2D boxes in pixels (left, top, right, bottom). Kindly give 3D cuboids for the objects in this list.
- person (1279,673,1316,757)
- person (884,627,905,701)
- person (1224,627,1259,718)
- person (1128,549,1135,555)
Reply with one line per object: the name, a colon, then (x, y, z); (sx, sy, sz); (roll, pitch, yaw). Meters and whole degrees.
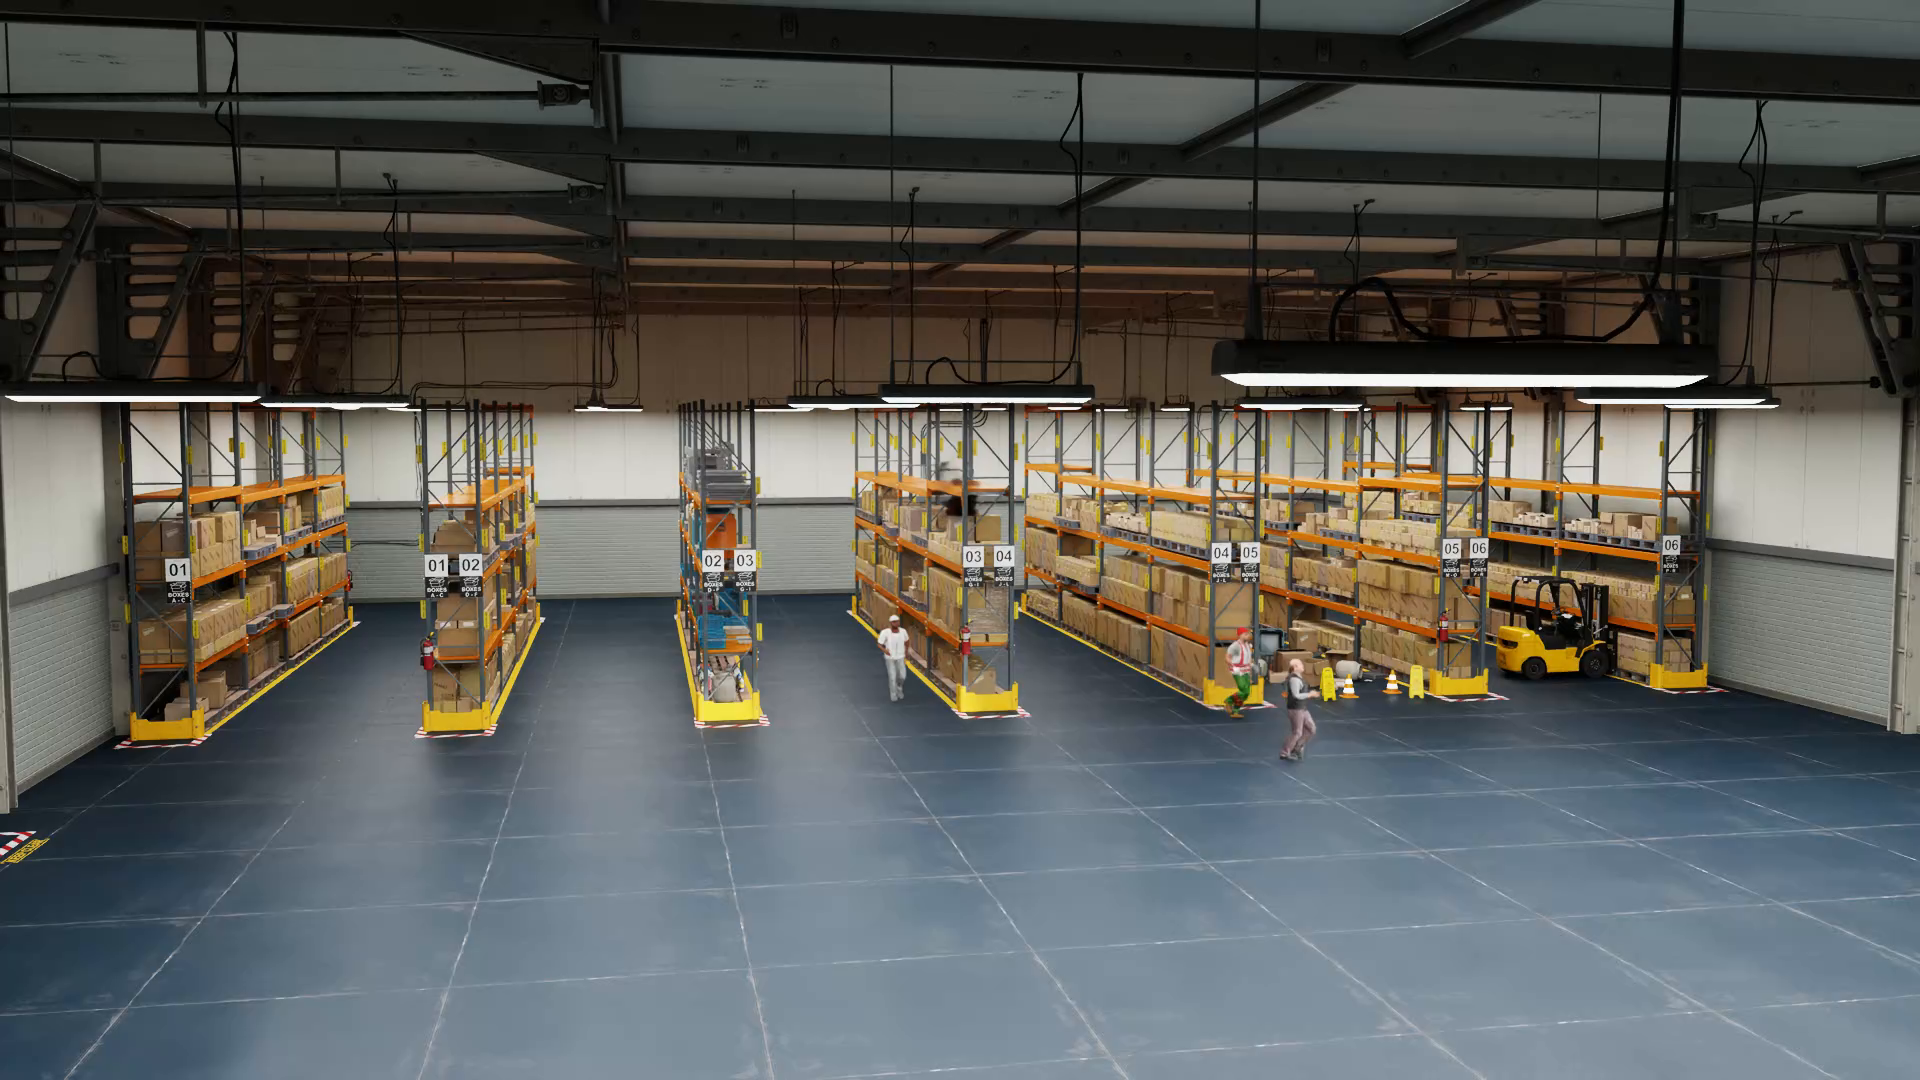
person: (5.542, 2.873, 27.301); (0.591, 1.383, 0.444); (1, 5, 18)
person: (-1.312, 2.479, 33.198); (0.434, 1.459, 0.393); (-1, 4, -15)
person: (5.299, 2.502, 31.367); (0.579, 1.733, 0.654); (4, 6, 39)
person: (5.257, 0.653, 50.544); (0.551, 0.807, 0.590); (-1, 4, -10)
